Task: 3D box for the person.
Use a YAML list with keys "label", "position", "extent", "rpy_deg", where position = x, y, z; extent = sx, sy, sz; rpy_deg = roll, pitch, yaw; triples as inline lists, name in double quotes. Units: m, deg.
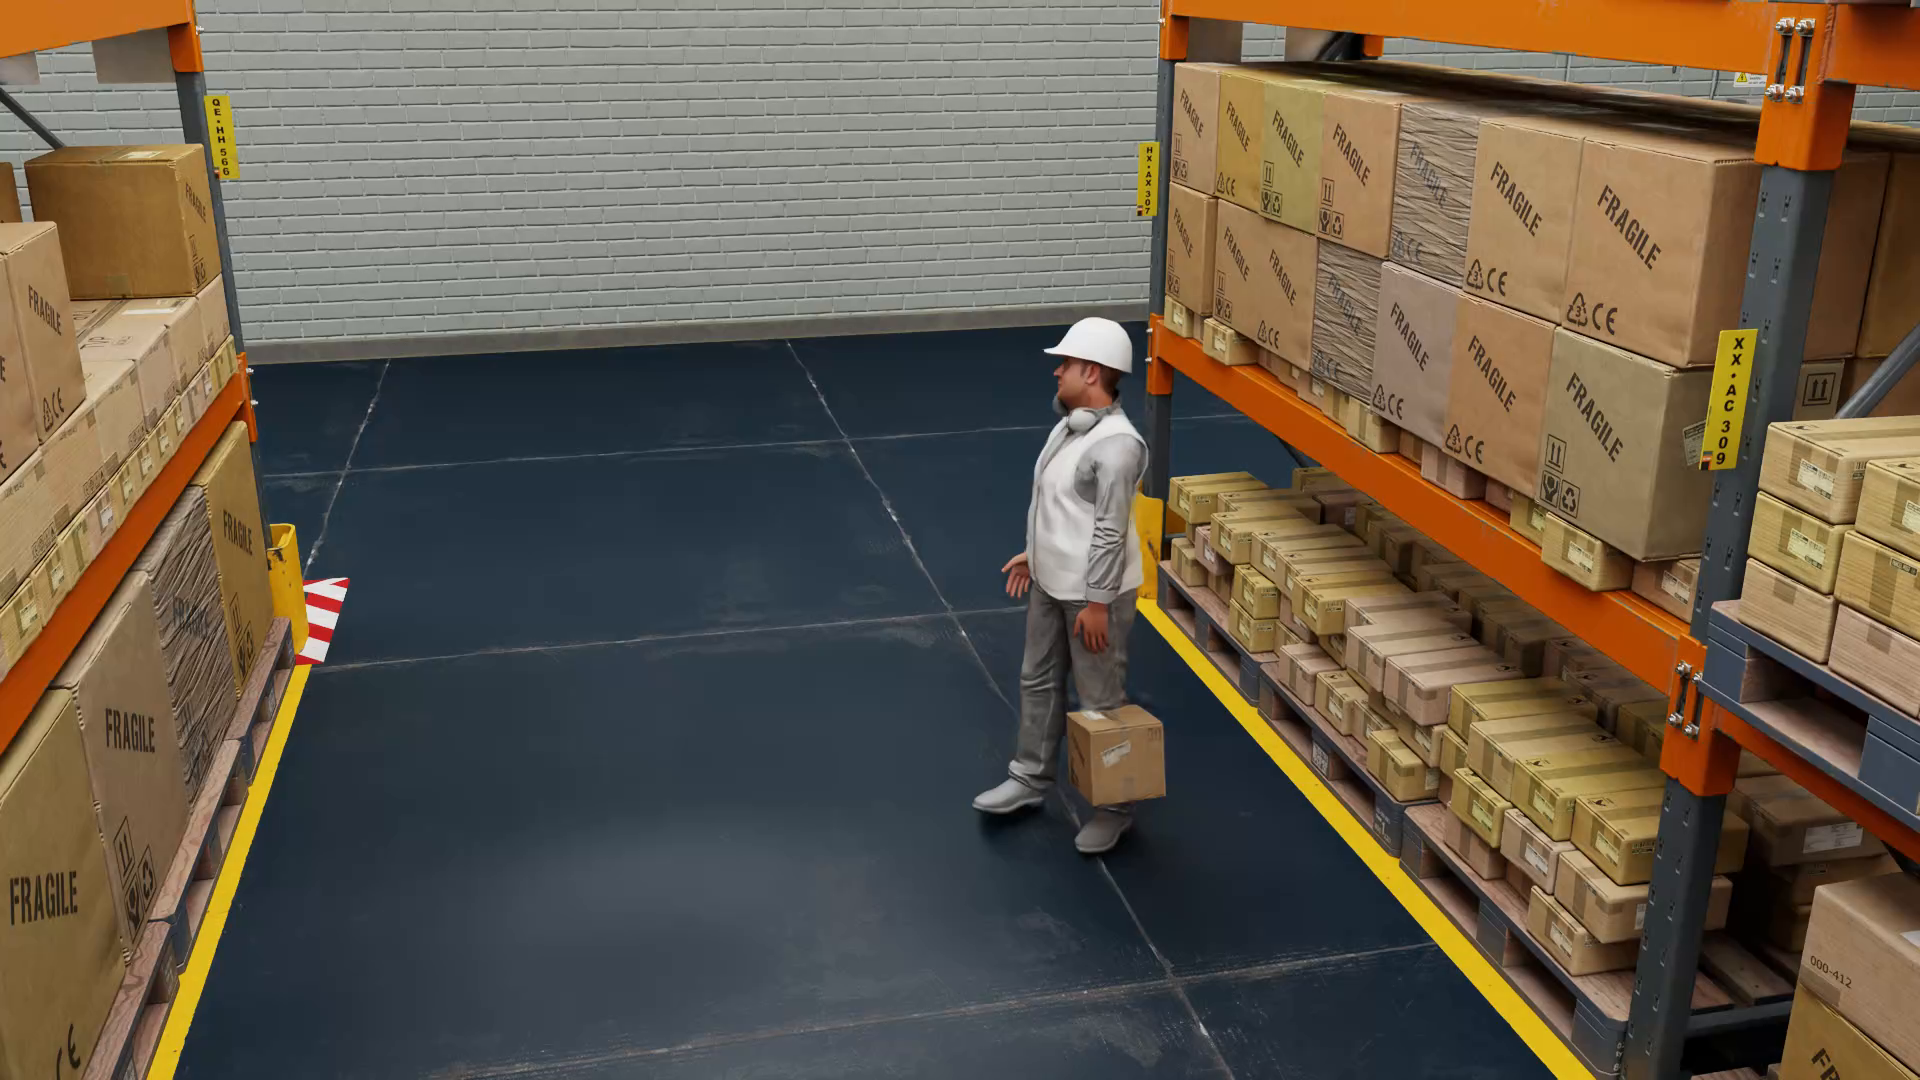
- label: "person"
  position: [0.332, 0.154, 5.530]
  extent: [0.535, 1.776, 0.577]
  rpy_deg: [-7, 21, -18]
